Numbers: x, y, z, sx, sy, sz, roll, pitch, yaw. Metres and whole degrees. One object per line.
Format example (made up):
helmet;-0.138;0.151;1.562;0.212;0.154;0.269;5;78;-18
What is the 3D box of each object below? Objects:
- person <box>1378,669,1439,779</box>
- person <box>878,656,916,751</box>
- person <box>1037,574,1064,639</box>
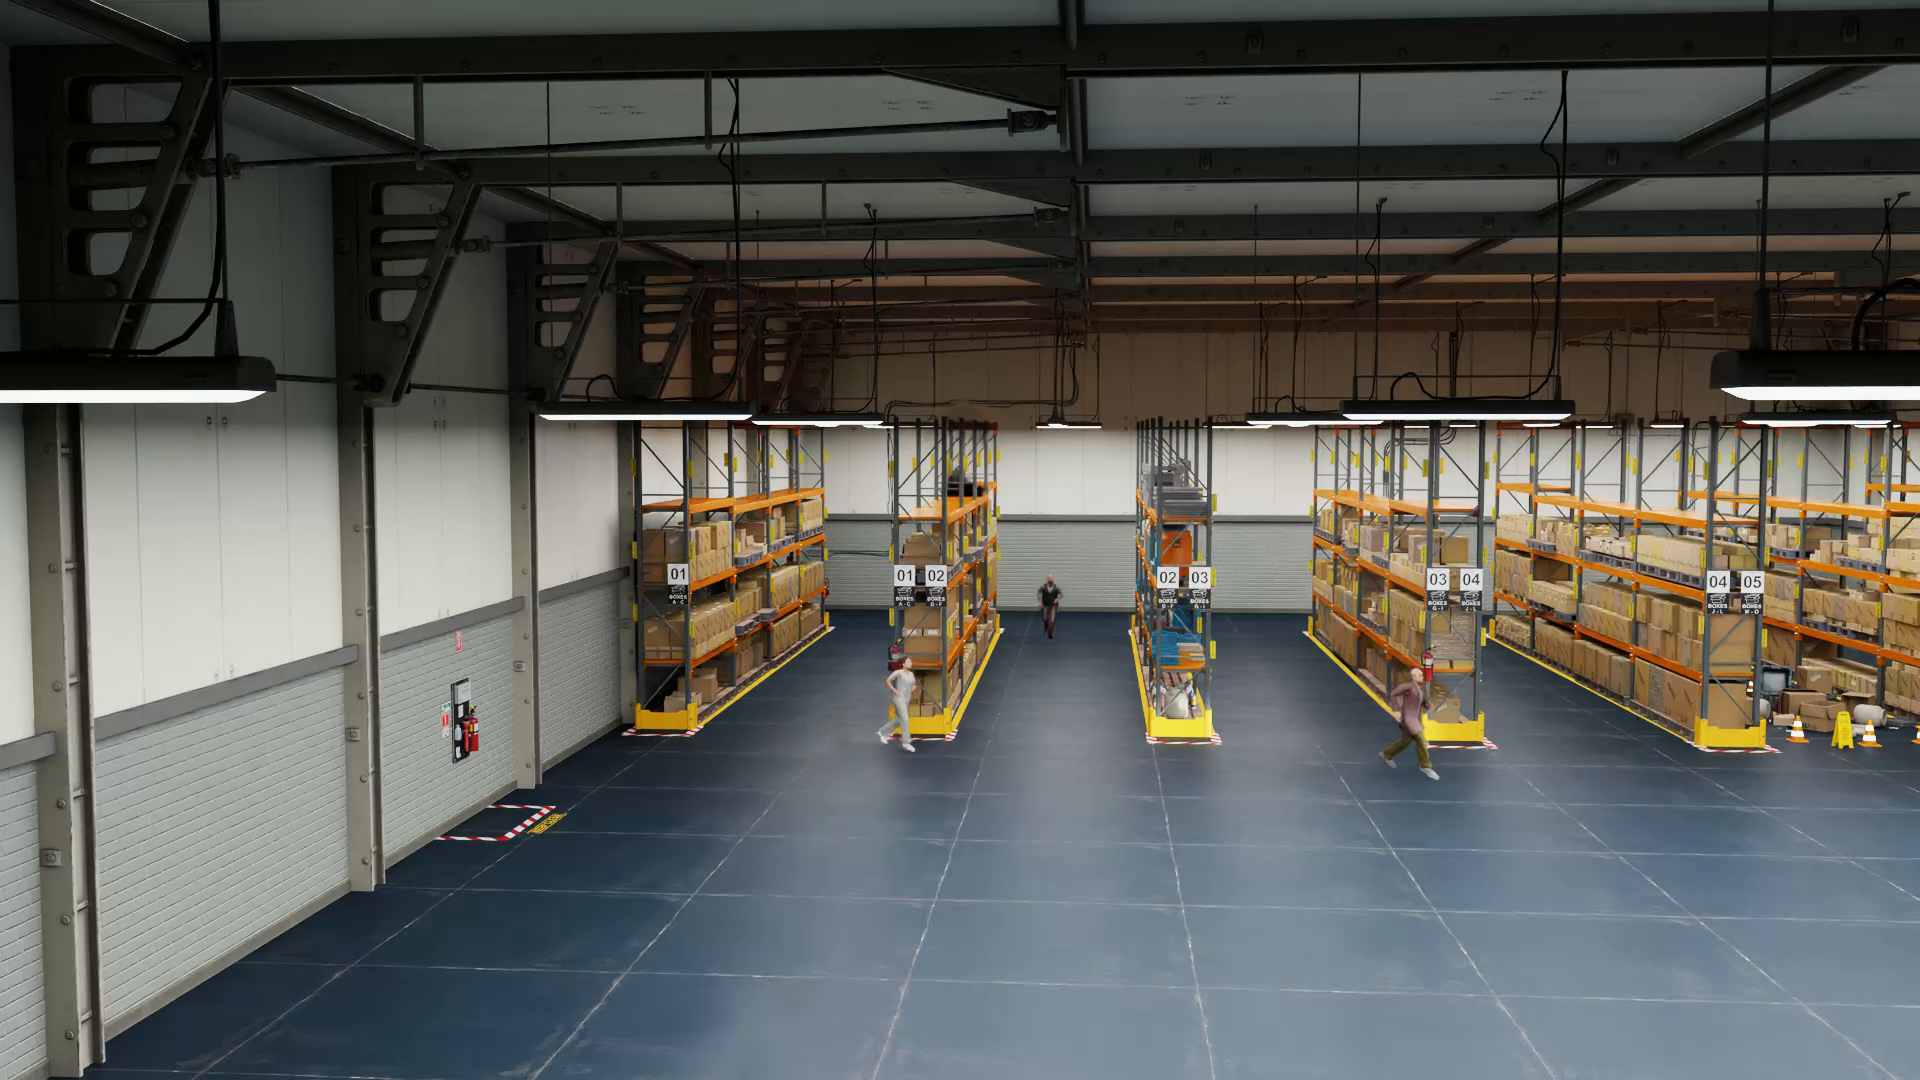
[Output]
person;7.478;3.026;27.690;1.080;1.805;0.733;3;5;40
person;-1.054;2.935;30.201;0.912;1.674;0.582;3;5;38
person;2.360;1.752;43.679;0.706;1.693;0.482;0;4;7
